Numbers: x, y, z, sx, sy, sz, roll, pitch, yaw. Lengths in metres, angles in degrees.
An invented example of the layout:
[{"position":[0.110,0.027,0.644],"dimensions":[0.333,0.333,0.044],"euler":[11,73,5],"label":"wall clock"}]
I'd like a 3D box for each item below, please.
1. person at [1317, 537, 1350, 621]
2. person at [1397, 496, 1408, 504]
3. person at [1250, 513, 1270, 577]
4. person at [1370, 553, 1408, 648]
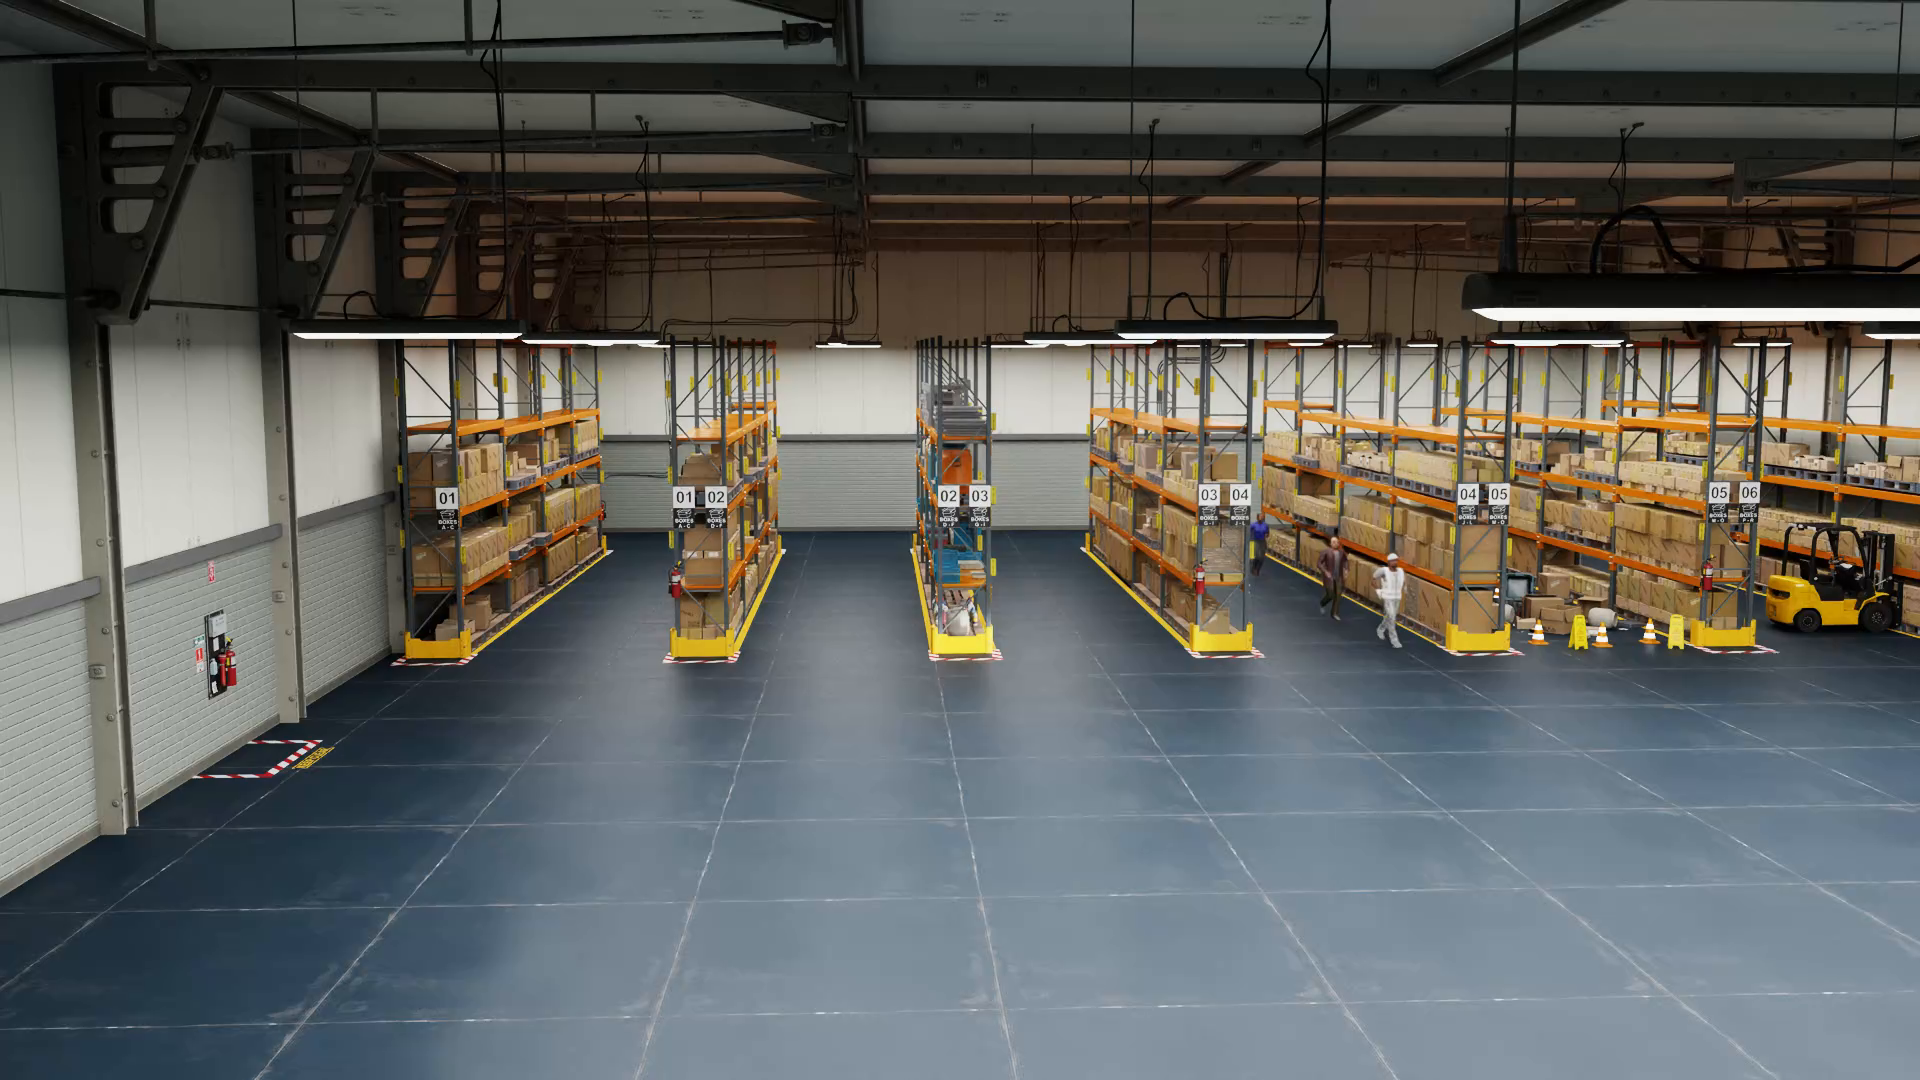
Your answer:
[{"position":[7.989,0.822,35.614],"dimensions":[0.738,1.755,0.770],"euler":[-1,7,-9],"label":"person"},{"position":[13.110,-0.745,49.441],"dimensions":[0.680,1.755,0.665],"euler":[0,6,0],"label":"person"},{"position":[7.569,0.131,42.038],"dimensions":[0.550,1.626,0.646],"euler":[-1,7,-11],"label":"person"},{"position":[8.401,1.148,32.421],"dimensions":[0.686,1.793,0.956],"euler":[-2,7,-21],"label":"person"}]
